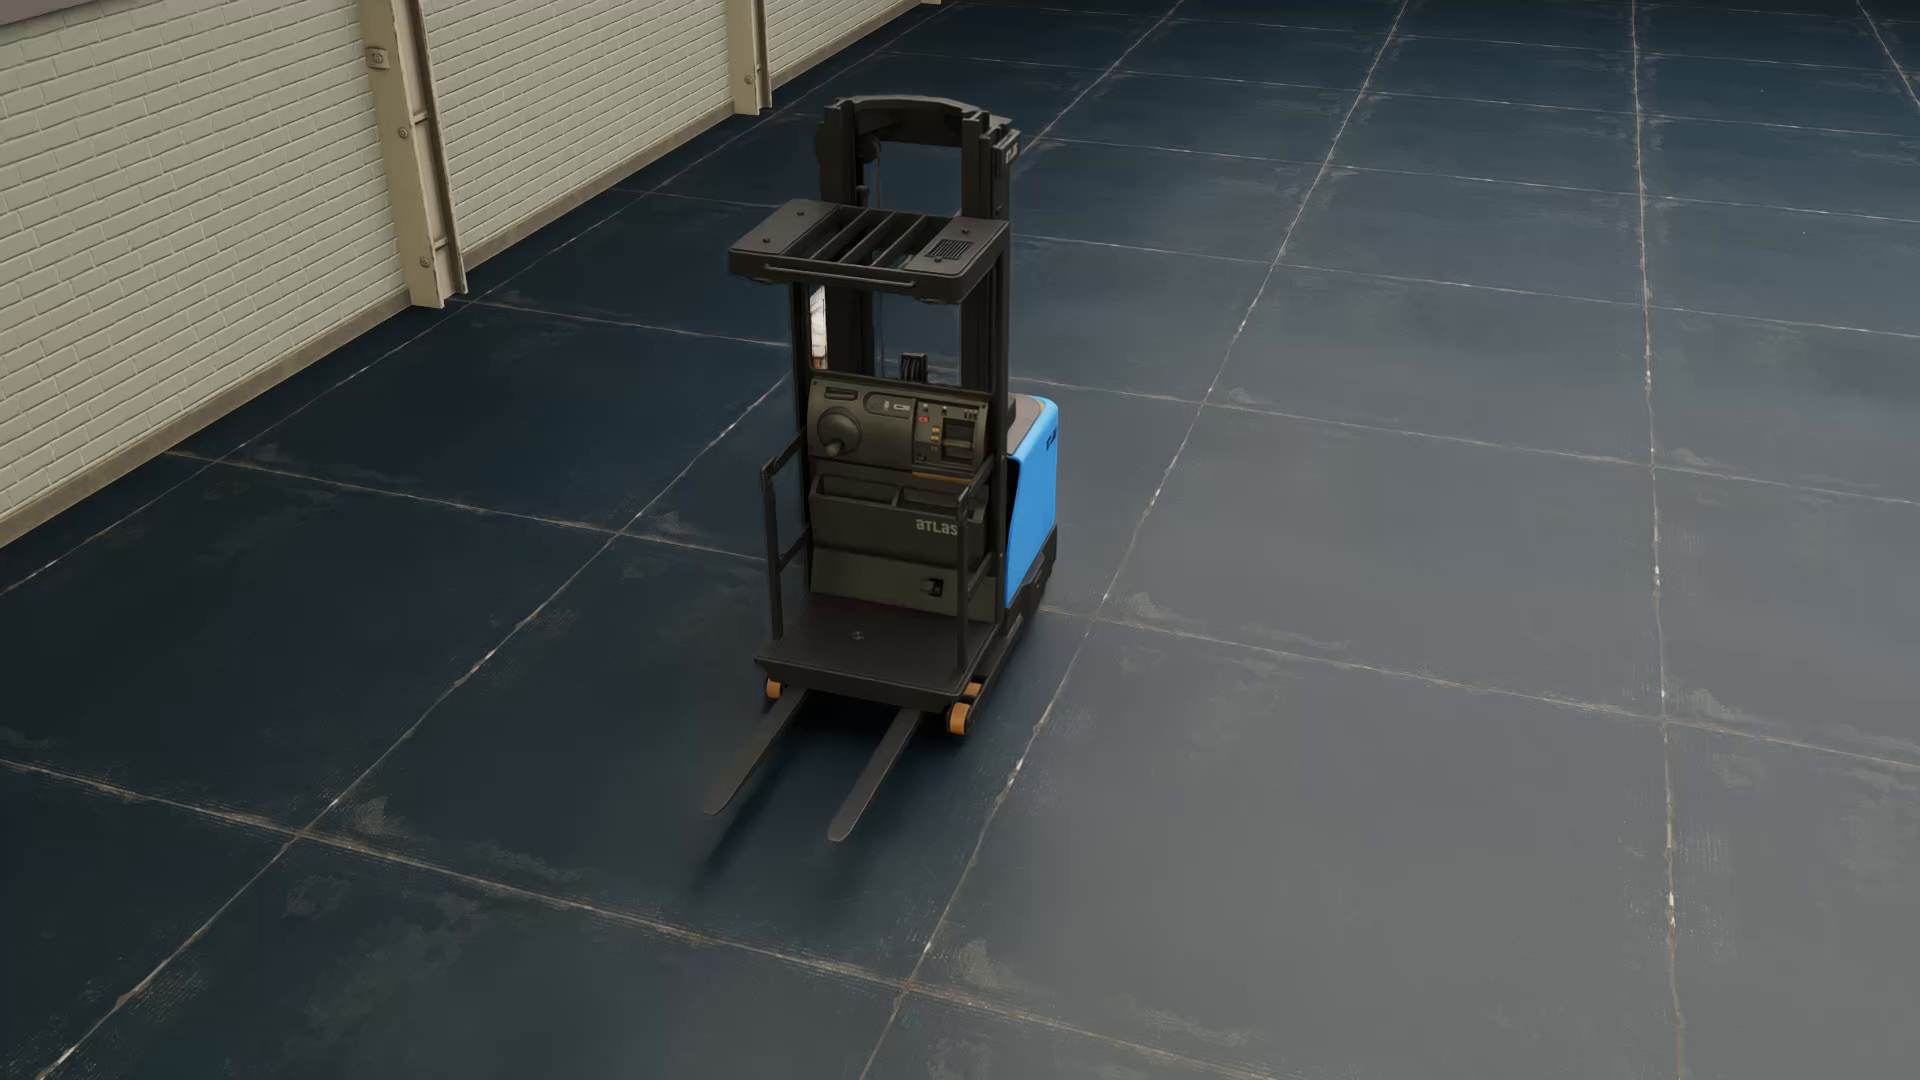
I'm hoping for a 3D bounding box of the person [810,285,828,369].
[{"bbox_3d":[-0.773,-0.971,10.156,0.379,1.635,0.741,1,30,2],"label":"person"}]

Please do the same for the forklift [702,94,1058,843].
[{"bbox_3d":[-0.377,-0.513,8.037,1.130,2.935,3.031,9,31,16],"label":"forklift"}]
